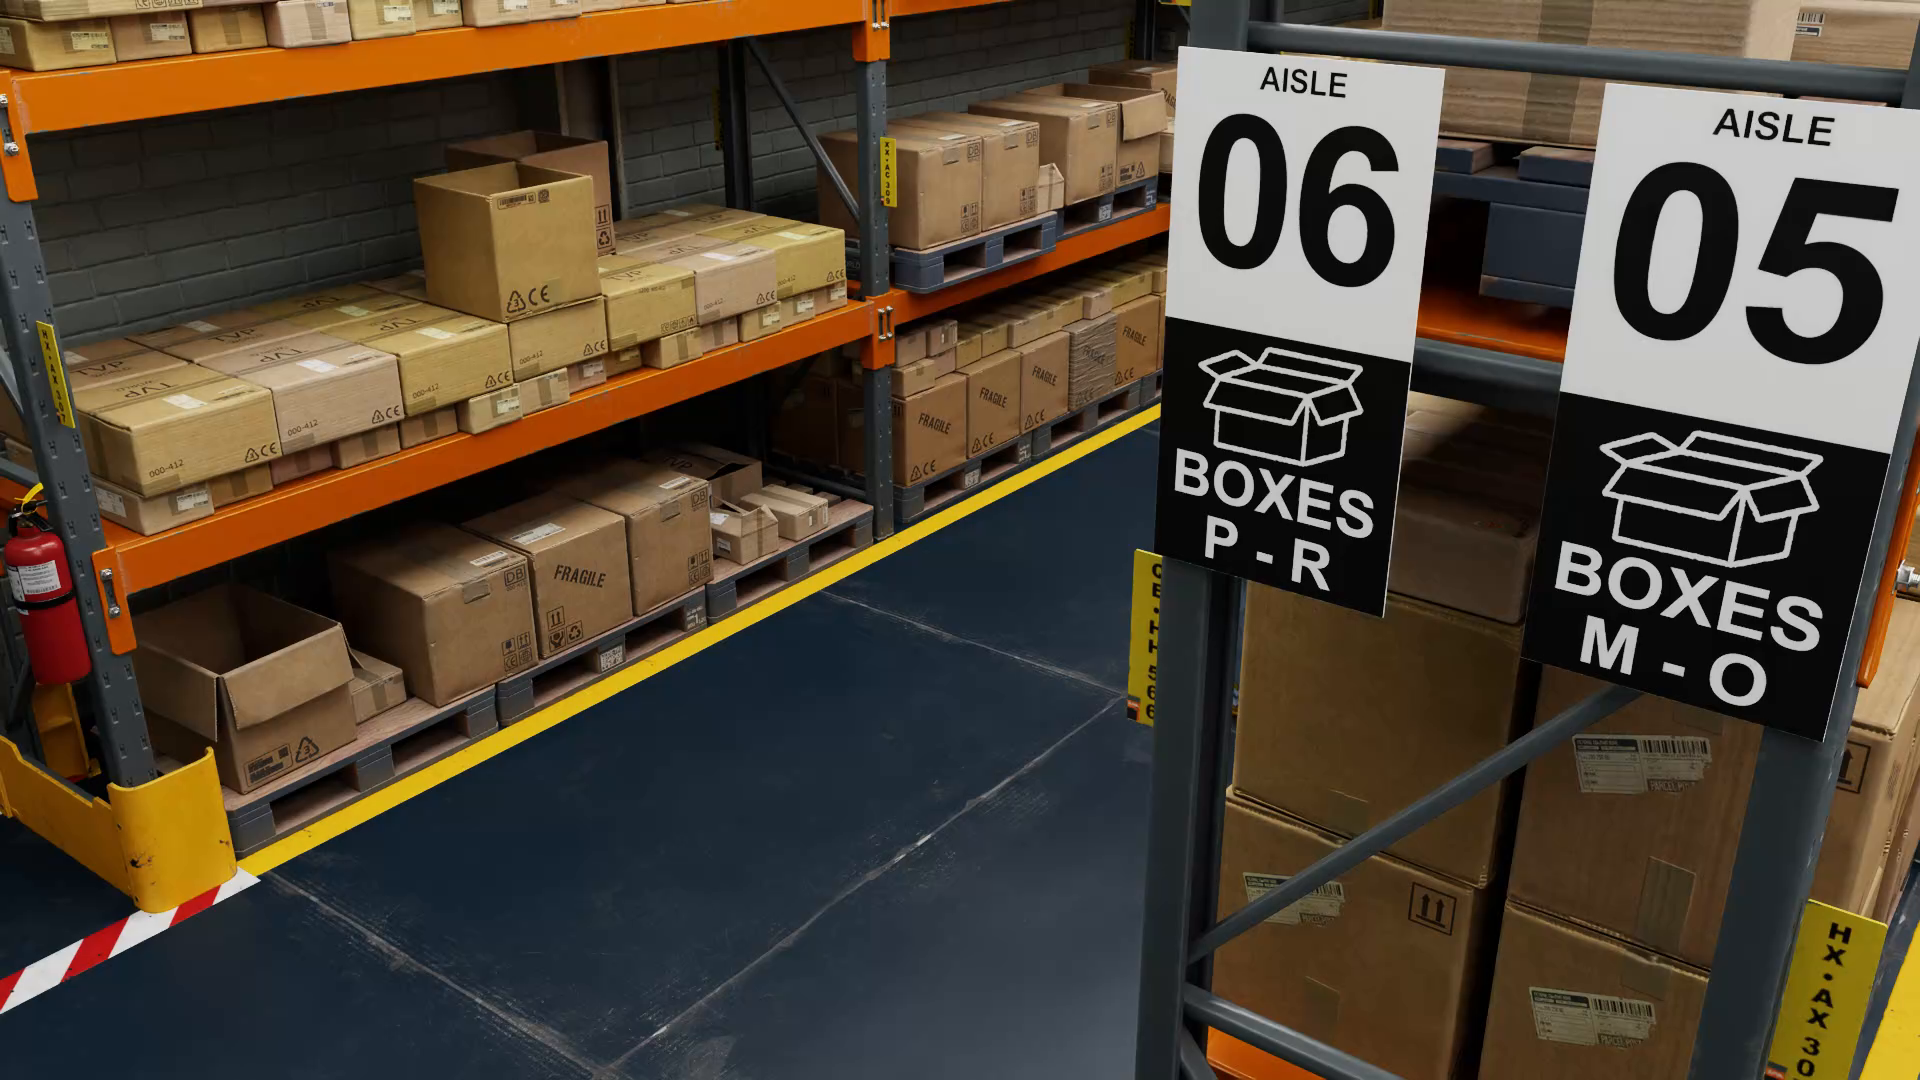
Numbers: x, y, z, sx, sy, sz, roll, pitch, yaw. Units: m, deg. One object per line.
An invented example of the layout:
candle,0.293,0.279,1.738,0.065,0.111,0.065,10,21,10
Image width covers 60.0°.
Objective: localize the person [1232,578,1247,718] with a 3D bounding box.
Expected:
person,1.358,-0.038,6.827,0.576,1.633,0.613,17,29,34
